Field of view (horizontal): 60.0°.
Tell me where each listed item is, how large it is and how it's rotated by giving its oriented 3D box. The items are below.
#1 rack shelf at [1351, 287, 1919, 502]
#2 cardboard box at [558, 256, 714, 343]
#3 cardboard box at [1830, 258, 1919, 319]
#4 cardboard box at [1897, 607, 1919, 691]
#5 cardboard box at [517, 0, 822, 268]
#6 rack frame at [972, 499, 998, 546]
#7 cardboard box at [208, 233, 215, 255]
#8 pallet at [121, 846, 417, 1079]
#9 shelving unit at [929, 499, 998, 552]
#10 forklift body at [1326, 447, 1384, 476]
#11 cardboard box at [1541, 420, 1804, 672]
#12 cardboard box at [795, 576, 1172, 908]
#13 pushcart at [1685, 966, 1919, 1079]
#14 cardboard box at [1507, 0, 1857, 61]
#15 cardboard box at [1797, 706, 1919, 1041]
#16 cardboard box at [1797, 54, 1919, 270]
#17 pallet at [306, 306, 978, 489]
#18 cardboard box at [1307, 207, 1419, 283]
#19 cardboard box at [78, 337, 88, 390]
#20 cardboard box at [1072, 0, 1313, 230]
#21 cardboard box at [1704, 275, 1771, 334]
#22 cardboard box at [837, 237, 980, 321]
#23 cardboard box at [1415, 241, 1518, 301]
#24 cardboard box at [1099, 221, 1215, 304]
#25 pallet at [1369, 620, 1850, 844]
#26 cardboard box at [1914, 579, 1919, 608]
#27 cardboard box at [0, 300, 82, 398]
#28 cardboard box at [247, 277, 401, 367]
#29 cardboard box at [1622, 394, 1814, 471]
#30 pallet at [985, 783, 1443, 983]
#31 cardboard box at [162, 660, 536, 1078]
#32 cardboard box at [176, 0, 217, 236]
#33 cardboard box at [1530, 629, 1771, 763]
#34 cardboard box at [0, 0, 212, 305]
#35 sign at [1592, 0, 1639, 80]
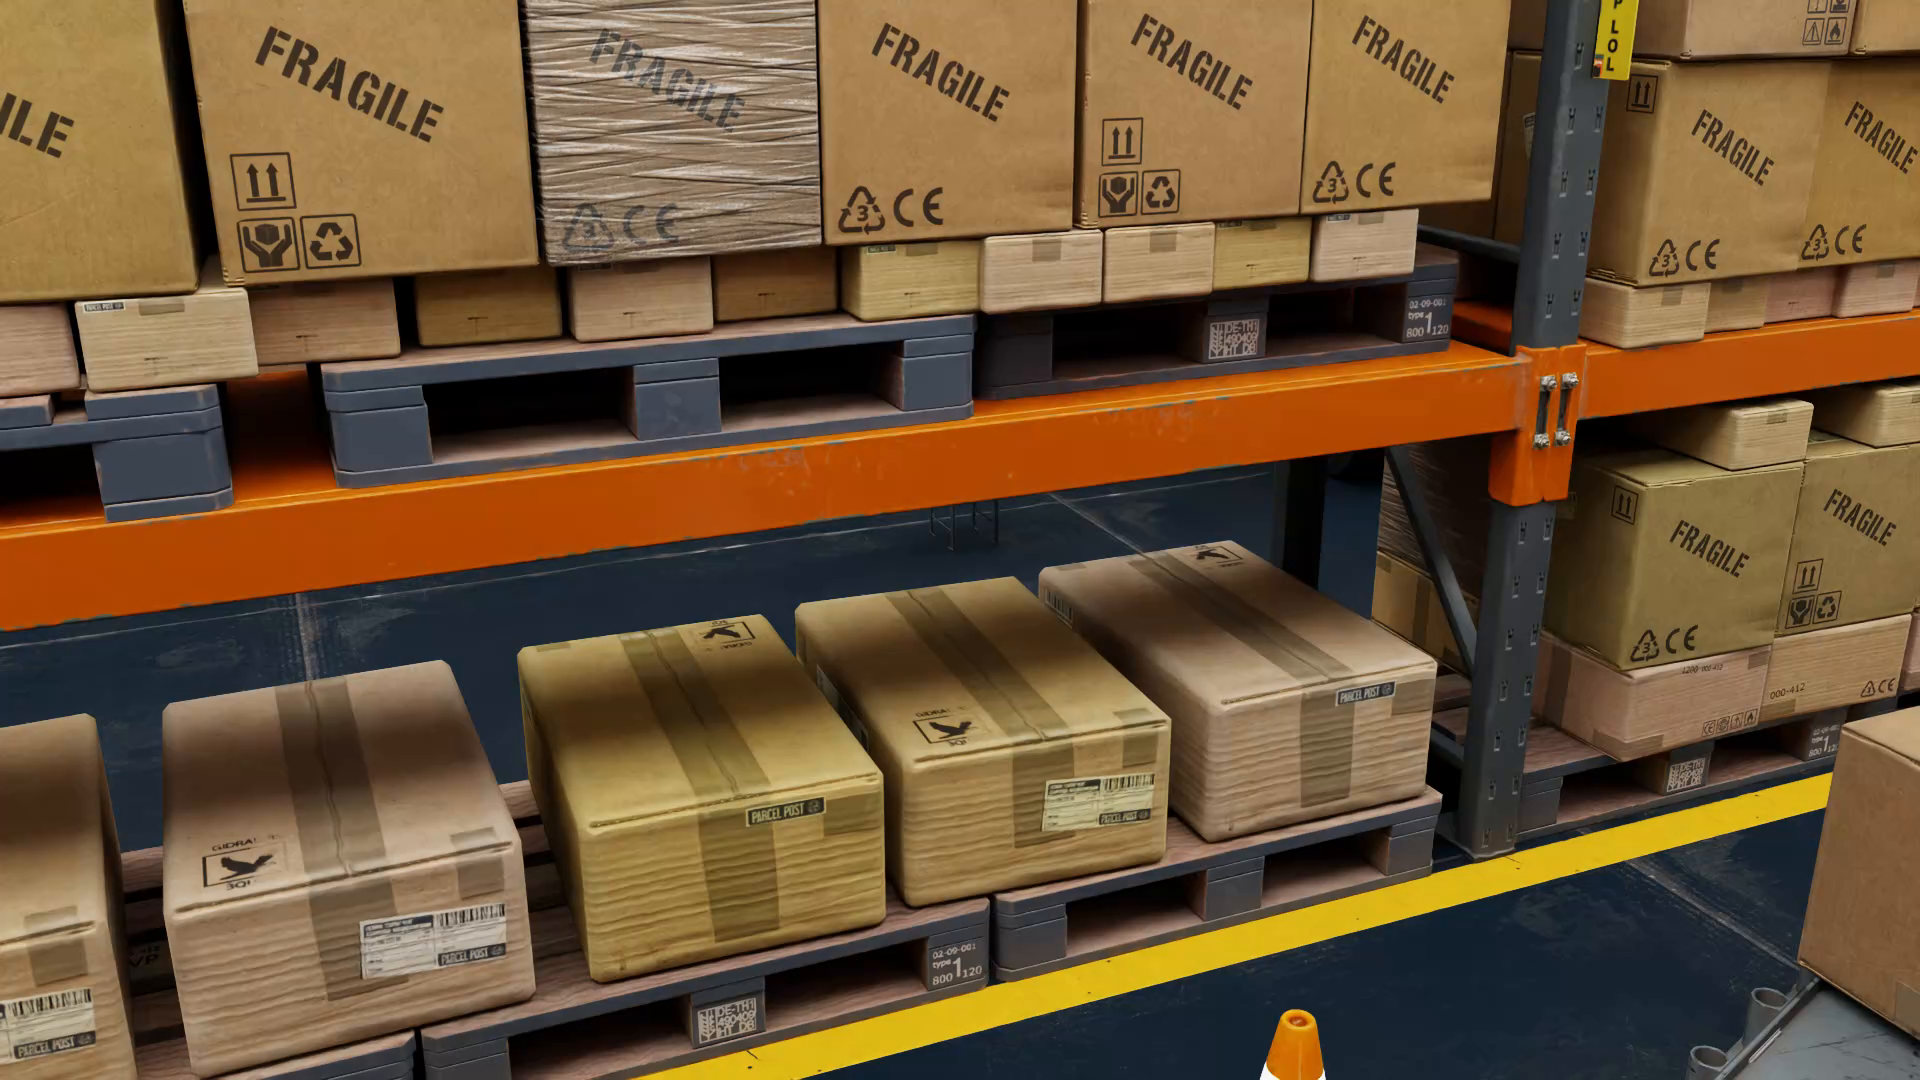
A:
[{"bbox_3d":[2.997,-0.681,5.024,4.000,0.370,1.077,-8,21,-22],"label":"rack shelf"},{"bbox_3d":[-0.637,-0.495,3.157,0.250,0.149,0.380,-7,21,-20],"label":"cardboard box"},{"bbox_3d":[2.261,-0.698,4.366,0.250,0.149,0.380,-7,21,-20],"label":"cardboard box"},{"bbox_3d":[2.781,0.202,4.940,0.500,0.250,0.500,-8,21,-23],"label":"cardboard box"},{"bbox_3d":[-0.584,-0.812,3.080,0.500,0.500,0.500,-9,21,-24],"label":"cardboard box"},{"bbox_3d":[0.097,-0.580,6.362,0.006,1.200,0.240,-8,21,-22],"label":"rack frame"},{"bbox_3d":[-1.639,-0.561,3.344,0.250,0.149,0.380,-9,21,-24],"label":"cardboard box"},{"bbox_3d":[-1.794,0.982,3.416,1.213,0.211,1.003,-8,21,-22],"label":"pallet"},{"bbox_3d":[0.013,-0.568,6.328,0.189,1.200,0.258,-8,21,-22],"label":"shelving unit"},{"bbox_3d":[1.845,-1.591,7.802,1.214,2.155,2.313,-8,21,-22],"label":"forklift body"},{"bbox_3d":[1.809,-0.008,4.406,0.500,0.500,0.500,-7,21,-19],"label":"cardboard box"},{"bbox_3d":[0.021,0.449,4.054,0.625,0.372,0.950,-7,21,-19],"label":"cardboard box"},{"bbox_3d":[2.110,1.168,2.637,0.936,0.377,1.648,-17,26,-40],"label":"pushcart"},{"bbox_3d":[1.651,-1.408,3.902,0.500,0.500,0.700,-8,21,-22],"label":"cardboard box"},{"bbox_3d":[1.893,0.603,2.916,0.500,0.500,0.500,-8,21,-22],"label":"cardboard box"},{"bbox_3d":[2.127,-0.991,4.222,0.500,0.500,0.500,-8,21,-22],"label":"cardboard box"},{"bbox_3d":[-0.711,-0.414,3.469,1.213,0.211,1.003,-8,21,-22],"label":"pallet"},{"bbox_3d":[0.798,-0.685,3.698,0.250,0.149,0.380,-8,21,-21],"label":"cardboard box"},{"bbox_3d":[-3.904,-0.900,7.506,0.625,0.625,0.875,-7,21,-20],"label":"cardboard box"},{"bbox_3d":[0.373,-0.947,3.464,0.500,0.500,0.500,-8,21,-22],"label":"cardboard box"},{"bbox_3d":[1.788,-0.632,4.178,0.250,0.149,0.380,-8,21,-20],"label":"cardboard box"},{"bbox_3d":[-0.145,-0.555,3.329,0.250,0.149,0.380,-8,21,-22],"label":"cardboard box"},{"bbox_3d":[1.335,-0.774,4.583,0.250,0.149,0.380,-8,21,-22],"label":"cardboard box"},{"bbox_3d":[0.326,-0.611,3.487,0.250,0.149,0.380,-9,21,-23],"label":"cardboard box"},{"bbox_3d":[1.763,0.459,4.902,1.213,0.211,1.003,-8,21,-22],"label":"pallet"},{"bbox_3d":[2.773,-0.149,4.808,0.500,0.500,0.500,-7,21,-19],"label":"cardboard box"},{"bbox_3d":[-1.598,-0.346,2.734,0.250,0.149,0.380,-10,22,-25],"label":"cardboard box"},{"bbox_3d":[-1.147,-0.431,2.976,0.250,0.149,0.380,-7,21,-19],"label":"cardboard box"},{"bbox_3d":[1.948,-0.312,4.293,0.250,0.149,0.380,-8,21,-21],"label":"cardboard box"},{"bbox_3d":[0.446,0.661,4.328,1.213,0.211,1.003,-8,21,-22],"label":"pallet"},{"bbox_3d":[-1.315,0.639,3.514,0.625,0.372,0.950,-9,21,-23],"label":"cardboard box"},{"bbox_3d":[-1.272,-0.900,3.330,0.500,0.500,0.500,-10,22,-26],"label":"cardboard box"},{"bbox_3d":[1.809,0.346,4.531,0.500,0.250,0.500,-9,21,-24],"label":"cardboard box"},{"bbox_3d":[-1.532,-0.676,2.695,0.500,0.500,0.500,-7,21,-19],"label":"cardboard box"},{"bbox_3d":[1.384,-1.135,3.485,0.005,0.325,0.100,-8,21,-22],"label":"sign"}]
